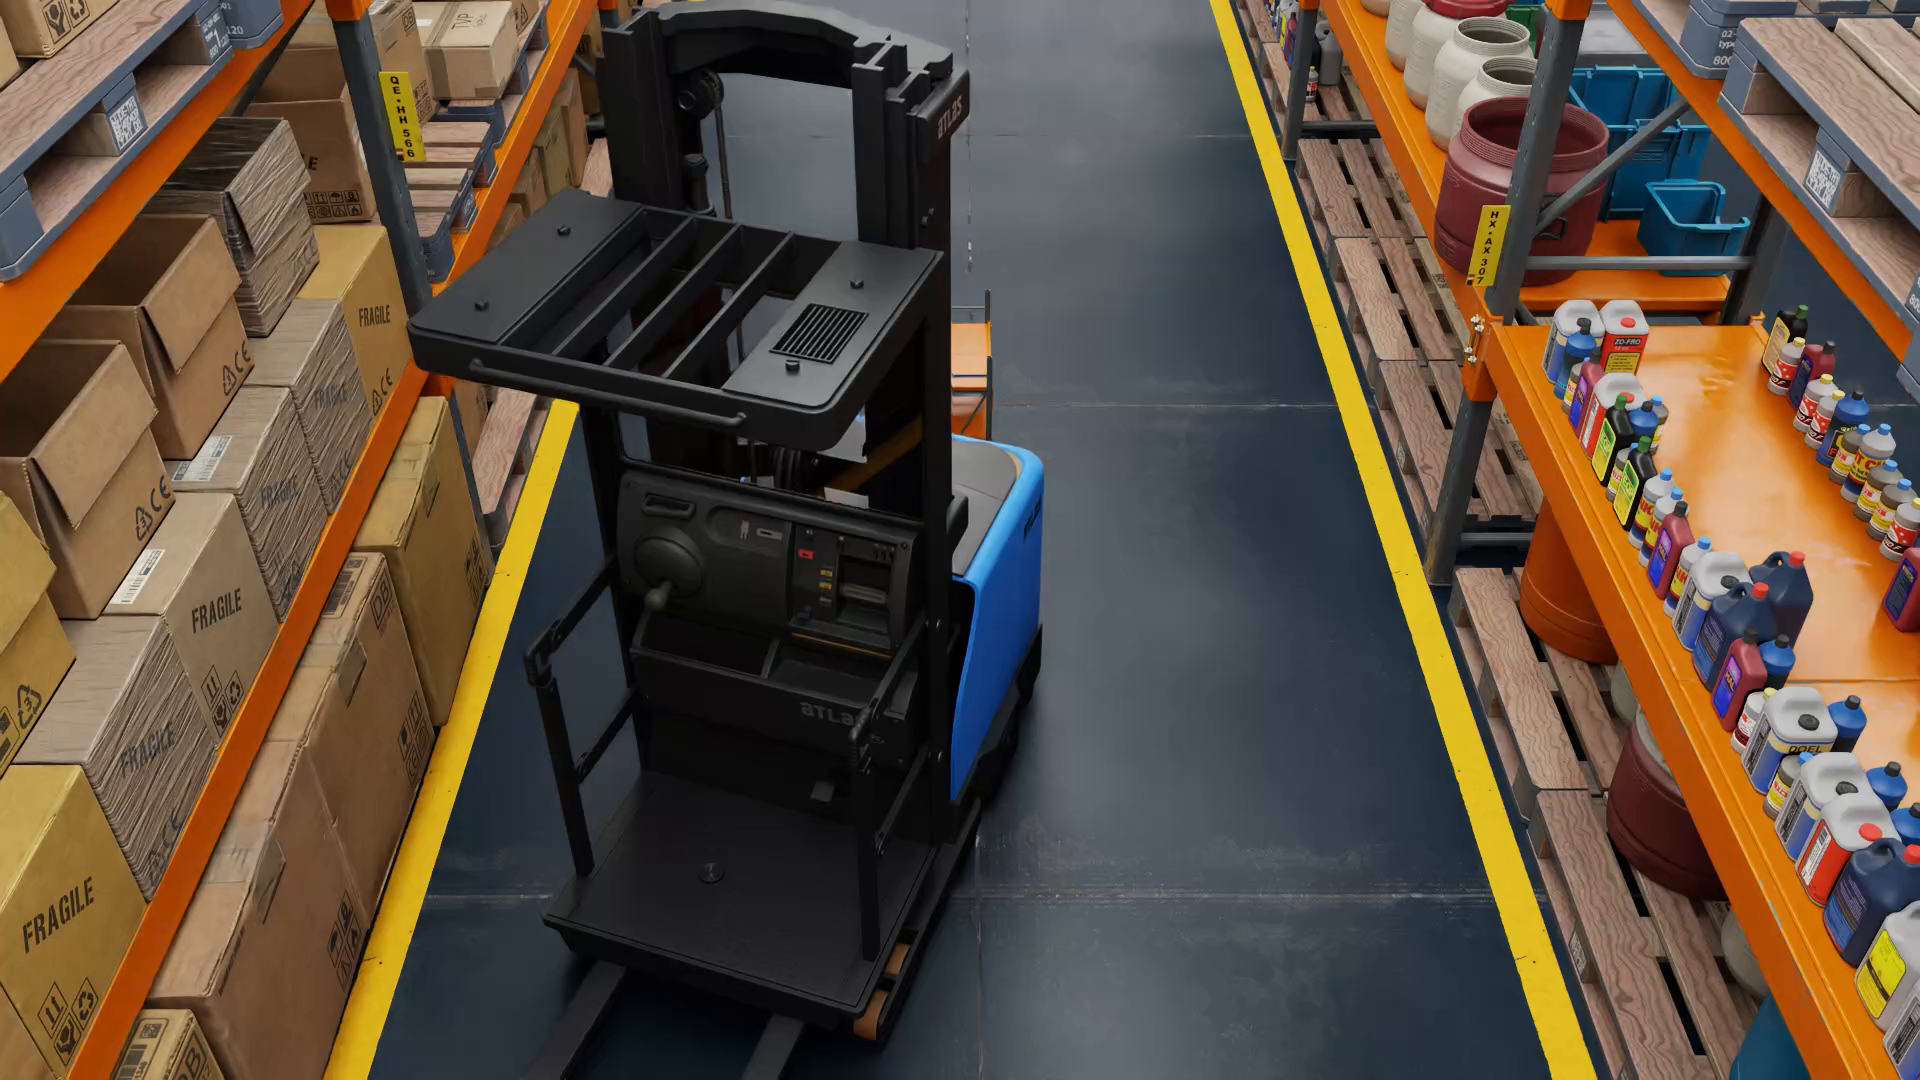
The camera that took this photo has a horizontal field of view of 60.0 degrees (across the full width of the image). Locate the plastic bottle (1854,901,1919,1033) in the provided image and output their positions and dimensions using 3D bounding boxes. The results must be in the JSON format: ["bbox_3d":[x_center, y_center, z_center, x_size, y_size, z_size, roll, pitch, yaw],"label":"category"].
[{"bbox_3d":[2.149,0.936,3.723,0.144,0.351,0.185,0,39,0],"label":"plastic bottle"}]

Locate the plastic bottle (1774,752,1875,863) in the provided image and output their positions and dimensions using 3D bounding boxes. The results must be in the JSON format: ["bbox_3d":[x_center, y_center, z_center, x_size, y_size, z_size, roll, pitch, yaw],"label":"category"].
[{"bbox_3d":[2.153,0.665,4.120,0.152,0.276,0.135,0,39,0],"label":"plastic bottle"}]

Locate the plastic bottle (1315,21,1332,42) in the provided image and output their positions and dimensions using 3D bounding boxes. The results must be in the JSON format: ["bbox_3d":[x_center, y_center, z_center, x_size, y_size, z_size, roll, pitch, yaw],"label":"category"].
[{"bbox_3d":[2.327,-3.159,10.619,0.152,0.276,0.135,0,39,0],"label":"plastic bottle"}]

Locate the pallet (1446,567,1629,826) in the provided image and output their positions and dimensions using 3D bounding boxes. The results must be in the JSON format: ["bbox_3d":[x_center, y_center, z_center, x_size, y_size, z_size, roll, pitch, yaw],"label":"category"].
[{"bbox_3d":[2.515,0.571,6.369,1.003,0.211,1.213,0,39,0],"label":"pallet"}]

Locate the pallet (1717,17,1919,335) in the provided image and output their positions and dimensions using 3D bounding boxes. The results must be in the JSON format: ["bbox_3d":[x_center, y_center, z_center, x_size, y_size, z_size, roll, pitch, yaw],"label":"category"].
[{"bbox_3d":[2.375,-0.805,3.608,1.003,0.211,1.213,0,39,0],"label":"pallet"}]

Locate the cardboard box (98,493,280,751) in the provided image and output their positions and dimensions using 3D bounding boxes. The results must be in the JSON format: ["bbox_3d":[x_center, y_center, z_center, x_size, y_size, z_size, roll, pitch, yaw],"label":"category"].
[{"bbox_3d":[-2.234,0.217,4.500,0.500,0.500,0.500,1,39,1],"label":"cardboard box"}]

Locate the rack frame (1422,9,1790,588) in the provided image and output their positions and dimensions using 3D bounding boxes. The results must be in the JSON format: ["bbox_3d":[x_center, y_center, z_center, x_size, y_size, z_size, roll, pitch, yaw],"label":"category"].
[{"bbox_3d":[2.473,-1.010,6.112,1.000,3.000,0.127,0,39,0],"label":"rack frame"}]

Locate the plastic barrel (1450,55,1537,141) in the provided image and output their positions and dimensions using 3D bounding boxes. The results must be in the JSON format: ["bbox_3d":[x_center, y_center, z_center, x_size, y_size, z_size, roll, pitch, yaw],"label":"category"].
[{"bbox_3d":[2.258,-1.697,6.880,0.421,0.512,0.421,0,39,0],"label":"plastic barrel"}]

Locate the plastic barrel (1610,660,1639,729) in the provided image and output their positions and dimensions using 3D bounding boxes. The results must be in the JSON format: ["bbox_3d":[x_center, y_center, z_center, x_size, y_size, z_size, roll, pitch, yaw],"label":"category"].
[{"bbox_3d":[2.580,0.456,5.936,0.421,0.512,0.421,0,39,0],"label":"plastic barrel"}]

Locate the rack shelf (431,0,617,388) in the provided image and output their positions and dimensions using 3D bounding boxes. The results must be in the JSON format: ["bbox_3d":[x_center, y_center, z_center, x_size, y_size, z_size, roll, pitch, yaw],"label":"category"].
[{"bbox_3d":[-2.482,-1.977,7.893,1.077,0.370,4.000,0,39,0],"label":"rack shelf"}]

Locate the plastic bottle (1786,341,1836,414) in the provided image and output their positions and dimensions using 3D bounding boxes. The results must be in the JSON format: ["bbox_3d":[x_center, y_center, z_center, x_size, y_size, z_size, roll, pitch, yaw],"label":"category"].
[{"bbox_3d":[2.900,-0.568,5.653,0.061,0.283,0.133,0,39,0],"label":"plastic bottle"}]

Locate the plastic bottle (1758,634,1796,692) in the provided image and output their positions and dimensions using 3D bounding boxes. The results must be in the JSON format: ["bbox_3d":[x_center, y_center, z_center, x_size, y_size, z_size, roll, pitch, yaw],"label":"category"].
[{"bbox_3d":[2.185,0.366,4.497,0.097,0.271,0.097,0,39,0],"label":"plastic bottle"}]

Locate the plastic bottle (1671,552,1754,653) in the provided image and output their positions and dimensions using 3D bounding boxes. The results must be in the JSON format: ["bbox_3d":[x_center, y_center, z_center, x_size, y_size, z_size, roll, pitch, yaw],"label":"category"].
[{"bbox_3d":[2.152,0.176,4.731,0.152,0.276,0.135,0,39,0],"label":"plastic bottle"}]

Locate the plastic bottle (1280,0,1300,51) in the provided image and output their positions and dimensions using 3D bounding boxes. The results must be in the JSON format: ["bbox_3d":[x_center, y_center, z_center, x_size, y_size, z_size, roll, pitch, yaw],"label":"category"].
[{"bbox_3d":[2.179,-3.374,10.828,0.144,0.351,0.185,0,39,0],"label":"plastic bottle"}]

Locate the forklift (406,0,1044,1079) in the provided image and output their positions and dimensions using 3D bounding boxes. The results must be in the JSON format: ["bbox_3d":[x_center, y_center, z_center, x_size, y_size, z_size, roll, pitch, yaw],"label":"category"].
[{"bbox_3d":[-0.650,0.147,4.723,1.130,2.935,3.031,12,40,15],"label":"forklift"}]

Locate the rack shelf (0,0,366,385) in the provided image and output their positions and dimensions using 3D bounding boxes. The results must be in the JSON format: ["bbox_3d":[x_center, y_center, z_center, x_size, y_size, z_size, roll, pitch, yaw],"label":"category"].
[{"bbox_3d":[-2.478,-0.646,3.834,1.077,0.370,4.000,0,39,0],"label":"rack shelf"}]

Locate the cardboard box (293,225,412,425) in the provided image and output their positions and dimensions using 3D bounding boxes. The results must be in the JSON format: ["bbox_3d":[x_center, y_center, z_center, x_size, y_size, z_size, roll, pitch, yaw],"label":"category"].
[{"bbox_3d":[-2.232,-0.737,5.691,0.500,0.500,0.500,1,39,1],"label":"cardboard box"}]

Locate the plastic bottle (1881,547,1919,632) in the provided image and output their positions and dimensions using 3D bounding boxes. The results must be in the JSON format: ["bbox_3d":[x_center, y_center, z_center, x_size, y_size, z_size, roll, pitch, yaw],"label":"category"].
[{"bbox_3d":[2.757,0.118,4.797,0.061,0.283,0.133,0,39,0],"label":"plastic bottle"}]

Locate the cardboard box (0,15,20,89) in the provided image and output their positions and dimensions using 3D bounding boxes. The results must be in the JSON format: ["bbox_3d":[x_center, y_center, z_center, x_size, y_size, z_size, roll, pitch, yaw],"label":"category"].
[{"bbox_3d":[-2.456,-1.104,3.412,0.797,0.503,0.637,-1,39,-1],"label":"cardboard box"}]

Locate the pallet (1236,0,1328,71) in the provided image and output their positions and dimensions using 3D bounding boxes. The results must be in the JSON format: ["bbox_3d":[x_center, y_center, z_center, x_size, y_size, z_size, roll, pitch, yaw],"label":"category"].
[{"bbox_3d":[2.505,-3.608,11.584,1.003,0.211,1.213,0,39,0],"label":"pallet"}]

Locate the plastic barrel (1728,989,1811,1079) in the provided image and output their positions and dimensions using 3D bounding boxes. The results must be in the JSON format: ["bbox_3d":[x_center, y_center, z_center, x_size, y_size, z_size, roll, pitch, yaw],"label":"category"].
[{"bbox_3d":[2.493,1.363,4.493,0.600,0.901,0.708,0,39,0],"label":"plastic barrel"}]

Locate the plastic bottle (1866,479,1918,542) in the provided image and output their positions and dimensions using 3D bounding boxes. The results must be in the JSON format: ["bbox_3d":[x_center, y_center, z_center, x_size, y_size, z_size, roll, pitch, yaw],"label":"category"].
[{"bbox_3d":[2.883,-0.098,5.133,0.097,0.201,0.097,0,39,0],"label":"plastic bottle"}]

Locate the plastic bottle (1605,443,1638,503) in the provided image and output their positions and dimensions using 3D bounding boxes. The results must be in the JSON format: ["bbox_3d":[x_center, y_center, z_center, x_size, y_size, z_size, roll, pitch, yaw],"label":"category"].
[{"bbox_3d":[2.123,-0.217,5.280,0.097,0.201,0.097,0,39,0],"label":"plastic bottle"}]

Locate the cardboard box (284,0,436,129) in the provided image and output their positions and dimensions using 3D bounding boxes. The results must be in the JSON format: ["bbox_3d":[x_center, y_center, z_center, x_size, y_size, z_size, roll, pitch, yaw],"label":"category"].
[{"bbox_3d":[-2.621,-1.896,6.802,0.700,0.500,0.500,5,39,7],"label":"cardboard box"}]

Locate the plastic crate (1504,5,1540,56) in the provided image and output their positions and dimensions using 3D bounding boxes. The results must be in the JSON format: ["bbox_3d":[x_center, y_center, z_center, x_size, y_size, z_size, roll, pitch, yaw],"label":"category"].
[{"bbox_3d":[2.752,-2.340,7.941,0.450,0.188,0.662,0,39,0],"label":"plastic crate"}]

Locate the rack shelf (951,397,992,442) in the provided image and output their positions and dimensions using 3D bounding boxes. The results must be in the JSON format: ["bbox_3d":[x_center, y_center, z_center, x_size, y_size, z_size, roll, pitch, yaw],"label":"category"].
[{"bbox_3d":[0.000,-0.487,6.648,0.258,0.148,0.480,0,39,0],"label":"rack shelf"}]

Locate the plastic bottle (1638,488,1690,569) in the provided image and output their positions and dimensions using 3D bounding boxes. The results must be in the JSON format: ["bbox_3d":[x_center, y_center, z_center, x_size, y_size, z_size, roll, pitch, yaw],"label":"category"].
[{"bbox_3d":[2.124,-0.039,5.003,0.097,0.271,0.097,0,39,0],"label":"plastic bottle"}]

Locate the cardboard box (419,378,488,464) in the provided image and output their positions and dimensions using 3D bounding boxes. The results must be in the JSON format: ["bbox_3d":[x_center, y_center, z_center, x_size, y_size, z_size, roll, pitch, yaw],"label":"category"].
[{"bbox_3d":[-2.501,-0.622,7.274,0.700,0.500,0.500,-2,39,-2],"label":"cardboard box"}]

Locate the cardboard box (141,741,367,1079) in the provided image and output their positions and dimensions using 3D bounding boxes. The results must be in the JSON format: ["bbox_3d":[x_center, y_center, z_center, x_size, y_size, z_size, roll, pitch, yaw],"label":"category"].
[{"bbox_3d":[-2.498,1.201,4.716,1.225,0.875,0.875,-1,39,-2],"label":"cardboard box"}]

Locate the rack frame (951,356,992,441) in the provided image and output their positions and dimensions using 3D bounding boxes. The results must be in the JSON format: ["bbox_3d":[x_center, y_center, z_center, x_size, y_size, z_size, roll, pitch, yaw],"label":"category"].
[{"bbox_3d":[0.000,-0.212,6.555,0.240,1.200,0.015,0,39,0],"label":"rack frame"}]

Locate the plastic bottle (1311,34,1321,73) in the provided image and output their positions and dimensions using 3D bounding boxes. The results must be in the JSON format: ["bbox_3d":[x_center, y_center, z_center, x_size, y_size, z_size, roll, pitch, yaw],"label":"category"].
[{"bbox_3d":[2.179,-3.052,10.426,0.144,0.351,0.185,-1,39,-1],"label":"plastic bottle"}]

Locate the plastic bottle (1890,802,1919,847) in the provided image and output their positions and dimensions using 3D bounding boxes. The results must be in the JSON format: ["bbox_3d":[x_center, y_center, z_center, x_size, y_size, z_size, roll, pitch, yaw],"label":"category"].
[{"bbox_3d":[2.277,0.740,4.031,0.097,0.271,0.097,0,39,0],"label":"plastic bottle"}]

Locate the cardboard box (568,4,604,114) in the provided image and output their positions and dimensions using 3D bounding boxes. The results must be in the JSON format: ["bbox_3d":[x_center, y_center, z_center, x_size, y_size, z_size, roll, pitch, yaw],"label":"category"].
[{"bbox_3d":[-2.445,-2.947,10.191,0.500,0.500,0.500,-1,39,-1],"label":"cardboard box"}]

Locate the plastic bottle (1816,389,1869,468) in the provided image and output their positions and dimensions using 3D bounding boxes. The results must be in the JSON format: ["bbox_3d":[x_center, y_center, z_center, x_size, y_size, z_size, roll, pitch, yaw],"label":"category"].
[{"bbox_3d":[2.882,-0.369,5.415,0.097,0.271,0.097,0,39,0],"label":"plastic bottle"}]

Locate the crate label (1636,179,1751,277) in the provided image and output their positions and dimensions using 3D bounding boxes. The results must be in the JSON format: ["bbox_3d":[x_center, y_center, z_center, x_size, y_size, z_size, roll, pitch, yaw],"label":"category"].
[{"bbox_3d":[2.847,-1.209,6.493,0.303,0.233,0.416,0,39,0],"label":"crate label"}]

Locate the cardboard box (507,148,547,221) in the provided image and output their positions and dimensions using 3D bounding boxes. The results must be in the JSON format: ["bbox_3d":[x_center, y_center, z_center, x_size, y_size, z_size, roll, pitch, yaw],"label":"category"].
[{"bbox_3d":[-2.523,-1.672,8.585,0.700,0.500,0.500,-3,39,-4],"label":"cardboard box"}]

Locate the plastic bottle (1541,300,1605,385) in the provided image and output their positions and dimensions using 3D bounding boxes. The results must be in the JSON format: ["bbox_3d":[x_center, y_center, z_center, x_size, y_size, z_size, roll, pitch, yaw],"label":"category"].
[{"bbox_3d":[2.150,-0.691,5.813,0.152,0.276,0.135,0,39,0],"label":"plastic bottle"}]

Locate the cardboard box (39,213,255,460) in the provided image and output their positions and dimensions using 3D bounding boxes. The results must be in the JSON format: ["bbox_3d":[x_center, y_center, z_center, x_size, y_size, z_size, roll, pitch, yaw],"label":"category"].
[{"bbox_3d":[-2.498,-0.572,4.683,0.797,0.503,0.637,1,39,1],"label":"cardboard box"}]

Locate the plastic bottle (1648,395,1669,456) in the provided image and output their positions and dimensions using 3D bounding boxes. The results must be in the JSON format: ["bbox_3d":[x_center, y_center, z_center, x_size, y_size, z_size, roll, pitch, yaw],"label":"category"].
[{"bbox_3d":[2.275,-0.384,5.490,0.097,0.201,0.097,0,39,0],"label":"plastic bottle"}]

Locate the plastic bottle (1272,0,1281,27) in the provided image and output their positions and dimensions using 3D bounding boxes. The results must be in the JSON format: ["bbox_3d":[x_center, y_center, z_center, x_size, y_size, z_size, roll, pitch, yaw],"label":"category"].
[{"bbox_3d":[2.155,-3.582,11.152,0.097,0.271,0.097,0,39,0],"label":"plastic bottle"}]

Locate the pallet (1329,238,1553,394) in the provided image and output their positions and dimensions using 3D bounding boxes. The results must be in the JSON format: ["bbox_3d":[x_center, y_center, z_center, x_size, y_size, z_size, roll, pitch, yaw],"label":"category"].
[{"bbox_3d":[2.512,-1.168,8.538,1.003,0.211,1.213,0,39,0],"label":"pallet"}]

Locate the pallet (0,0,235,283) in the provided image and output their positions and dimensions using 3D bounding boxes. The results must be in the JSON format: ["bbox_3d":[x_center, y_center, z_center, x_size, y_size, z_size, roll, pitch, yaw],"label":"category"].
[{"bbox_3d":[-2.422,-1.002,3.853,1.003,0.211,1.213,2,39,2],"label":"pallet"}]

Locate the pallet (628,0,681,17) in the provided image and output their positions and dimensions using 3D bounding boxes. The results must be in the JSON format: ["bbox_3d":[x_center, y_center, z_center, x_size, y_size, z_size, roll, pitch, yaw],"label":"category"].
[{"bbox_3d":[-2.525,-3.605,11.579,1.003,0.211,1.213,0,39,0],"label":"pallet"}]

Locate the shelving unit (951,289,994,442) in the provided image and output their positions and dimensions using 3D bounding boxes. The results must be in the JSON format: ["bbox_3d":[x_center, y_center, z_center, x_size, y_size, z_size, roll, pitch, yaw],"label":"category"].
[{"bbox_3d":[0.000,-0.365,6.746,0.258,1.200,0.503,0,39,0],"label":"shelving unit"}]

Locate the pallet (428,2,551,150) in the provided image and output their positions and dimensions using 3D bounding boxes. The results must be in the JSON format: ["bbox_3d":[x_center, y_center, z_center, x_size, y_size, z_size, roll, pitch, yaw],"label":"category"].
[{"bbox_3d":[-2.523,-2.170,7.712,1.003,0.211,1.213,0,39,0],"label":"pallet"}]

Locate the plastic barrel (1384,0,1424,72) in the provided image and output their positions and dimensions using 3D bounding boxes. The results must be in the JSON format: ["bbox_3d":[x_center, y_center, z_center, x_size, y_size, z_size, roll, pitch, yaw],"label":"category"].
[{"bbox_3d":[2.251,-2.507,7.872,0.433,0.535,0.433,0,39,0],"label":"plastic barrel"}]

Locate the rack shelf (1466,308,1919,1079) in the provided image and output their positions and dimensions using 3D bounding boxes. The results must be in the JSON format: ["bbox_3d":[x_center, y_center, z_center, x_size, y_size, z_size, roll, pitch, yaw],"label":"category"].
[{"bbox_3d":[2.475,0.521,4.776,1.077,0.370,4.000,0,39,0],"label":"rack shelf"}]

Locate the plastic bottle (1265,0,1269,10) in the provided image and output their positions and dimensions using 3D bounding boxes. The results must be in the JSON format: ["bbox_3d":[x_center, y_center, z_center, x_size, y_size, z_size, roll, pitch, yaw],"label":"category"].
[{"bbox_3d":[2.154,-3.772,11.388,0.097,0.271,0.097,0,39,0],"label":"plastic bottle"}]

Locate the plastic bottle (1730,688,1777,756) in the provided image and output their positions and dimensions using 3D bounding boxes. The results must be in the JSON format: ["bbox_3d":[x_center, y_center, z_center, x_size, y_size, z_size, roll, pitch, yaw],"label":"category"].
[{"bbox_3d":[2.125,0.477,4.415,0.097,0.201,0.097,0,39,0],"label":"plastic bottle"}]

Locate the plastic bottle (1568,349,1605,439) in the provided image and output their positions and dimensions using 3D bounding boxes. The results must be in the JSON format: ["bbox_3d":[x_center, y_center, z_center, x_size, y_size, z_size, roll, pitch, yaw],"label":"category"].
[{"bbox_3d":[2.105,-0.488,5.554,0.061,0.283,0.133,0,39,0],"label":"plastic bottle"}]

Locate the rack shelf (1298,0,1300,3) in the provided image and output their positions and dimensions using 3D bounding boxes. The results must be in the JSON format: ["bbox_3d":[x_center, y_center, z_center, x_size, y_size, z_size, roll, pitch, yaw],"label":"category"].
[{"bbox_3d":[2.466,-4.482,11.019,1.077,0.370,4.000,0,39,0],"label":"rack shelf"}]
